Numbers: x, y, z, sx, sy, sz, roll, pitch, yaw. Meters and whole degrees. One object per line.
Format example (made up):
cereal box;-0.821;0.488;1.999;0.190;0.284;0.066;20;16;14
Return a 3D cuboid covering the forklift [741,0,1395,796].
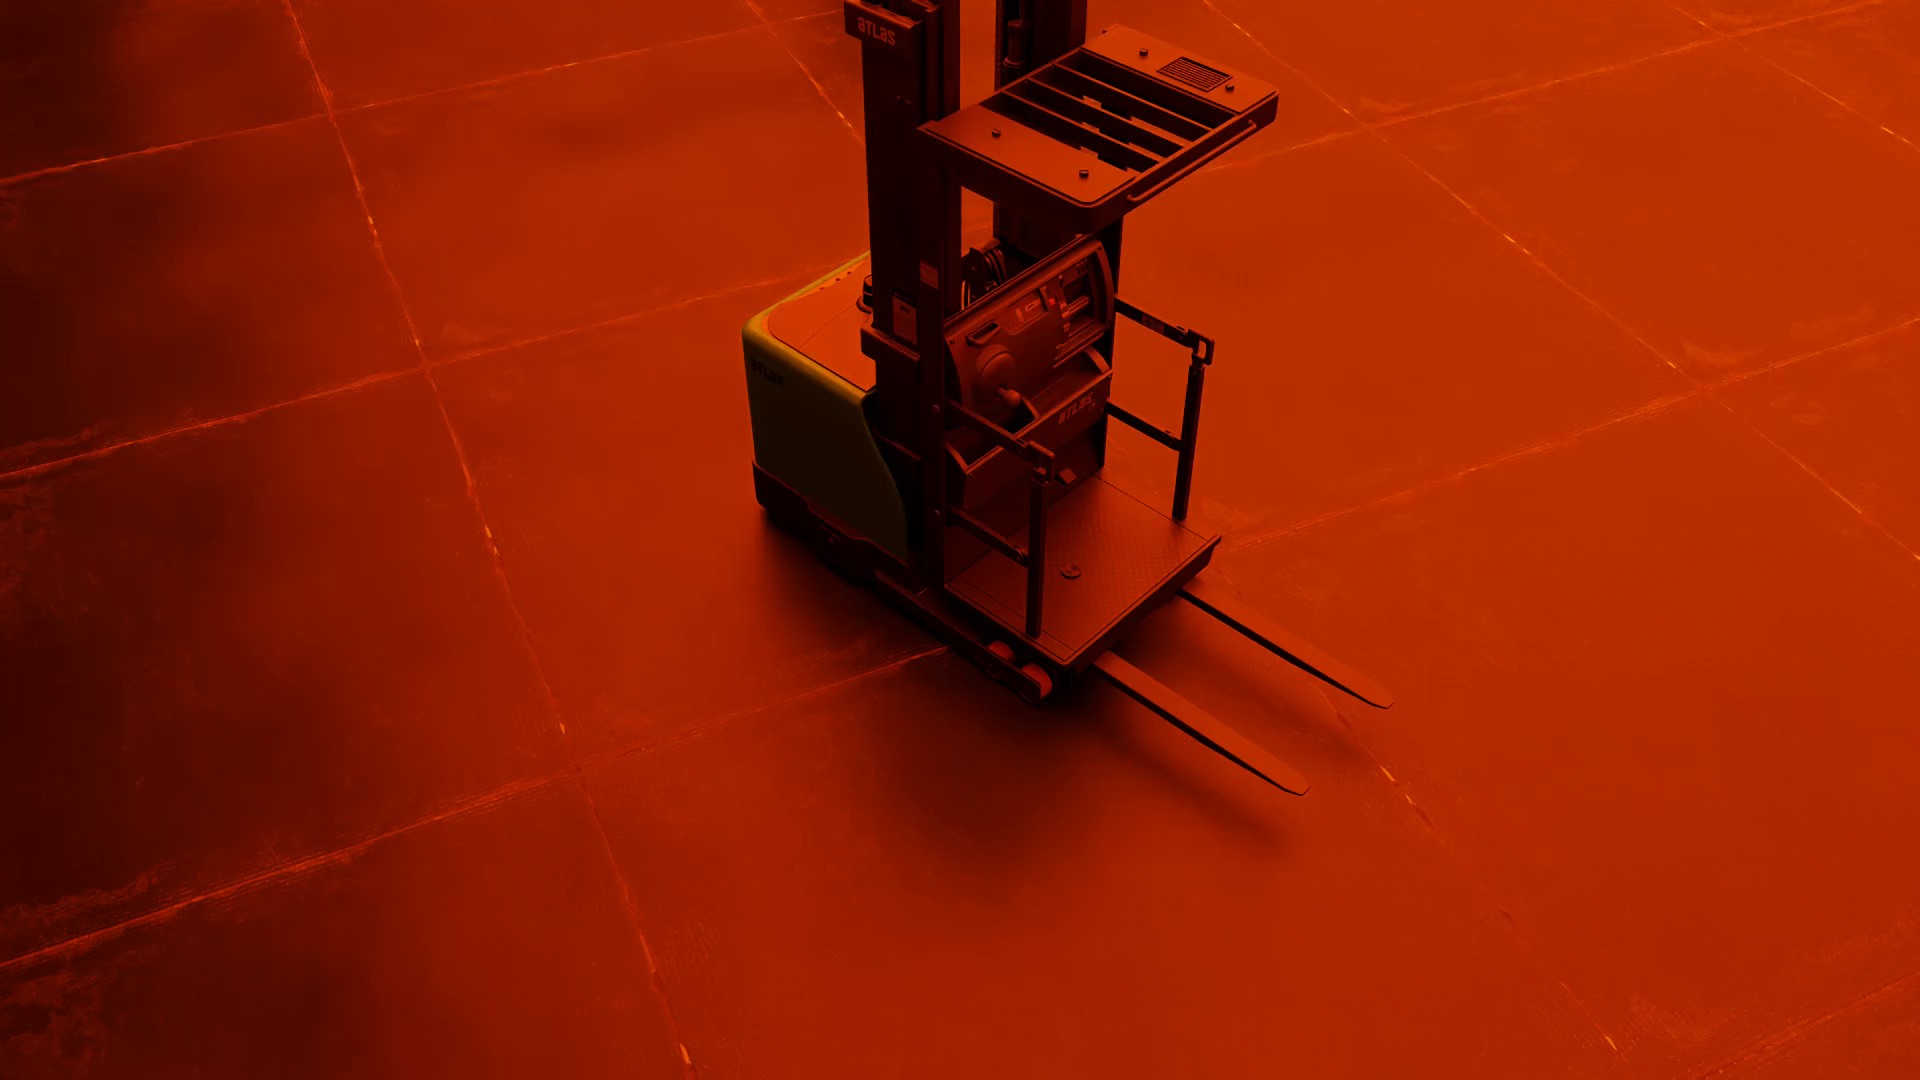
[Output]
forklift;0.445;-0.788;6.525;3.031;2.935;1.130;32;52;30
